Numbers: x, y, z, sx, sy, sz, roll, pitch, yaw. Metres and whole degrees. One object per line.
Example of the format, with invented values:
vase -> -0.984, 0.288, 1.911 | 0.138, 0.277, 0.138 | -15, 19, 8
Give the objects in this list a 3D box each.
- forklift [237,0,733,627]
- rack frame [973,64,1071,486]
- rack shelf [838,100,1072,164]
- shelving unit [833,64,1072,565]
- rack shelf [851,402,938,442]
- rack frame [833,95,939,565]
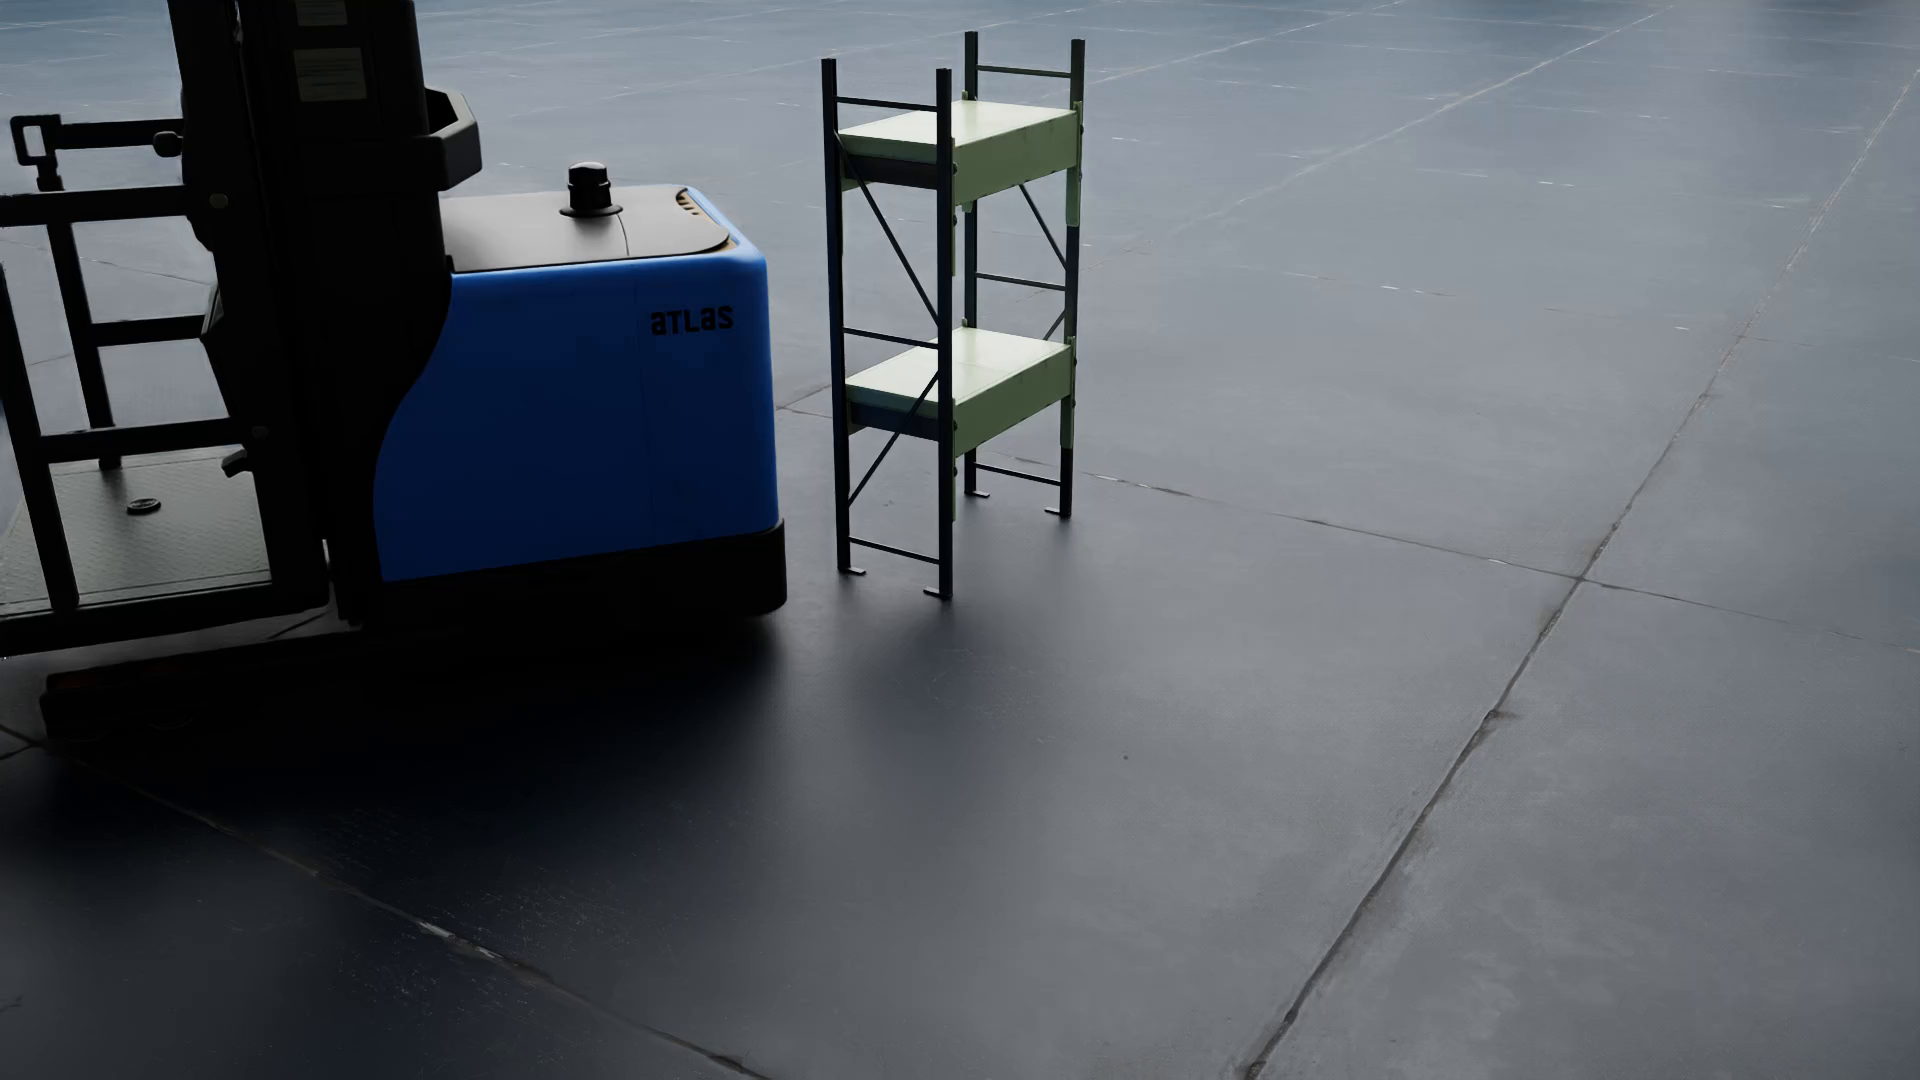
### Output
forklift -> -2.064, -1.086, 4.069 | 3.031, 2.935, 1.109 | -8, 25, -18
rack frame -> 0.191, -0.809, 5.232 | 0.380, 1.308, 0.010 | 14, 27, 29
rack shelf -> -0.003, -1.167, 4.739 | 0.368, 0.052, 0.686 | 14, 27, 29
shelving unit -> -0.002, -0.686, 4.946 | 0.380, 1.308, 0.742 | 14, 27, 29
rack shelf -> -0.004, -0.452, 5.048 | 0.332, 0.071, 0.664 | 14, 27, 29
rack frame -> -0.195, -0.562, 4.661 | 0.380, 1.308, 0.010 | 14, 27, 29
